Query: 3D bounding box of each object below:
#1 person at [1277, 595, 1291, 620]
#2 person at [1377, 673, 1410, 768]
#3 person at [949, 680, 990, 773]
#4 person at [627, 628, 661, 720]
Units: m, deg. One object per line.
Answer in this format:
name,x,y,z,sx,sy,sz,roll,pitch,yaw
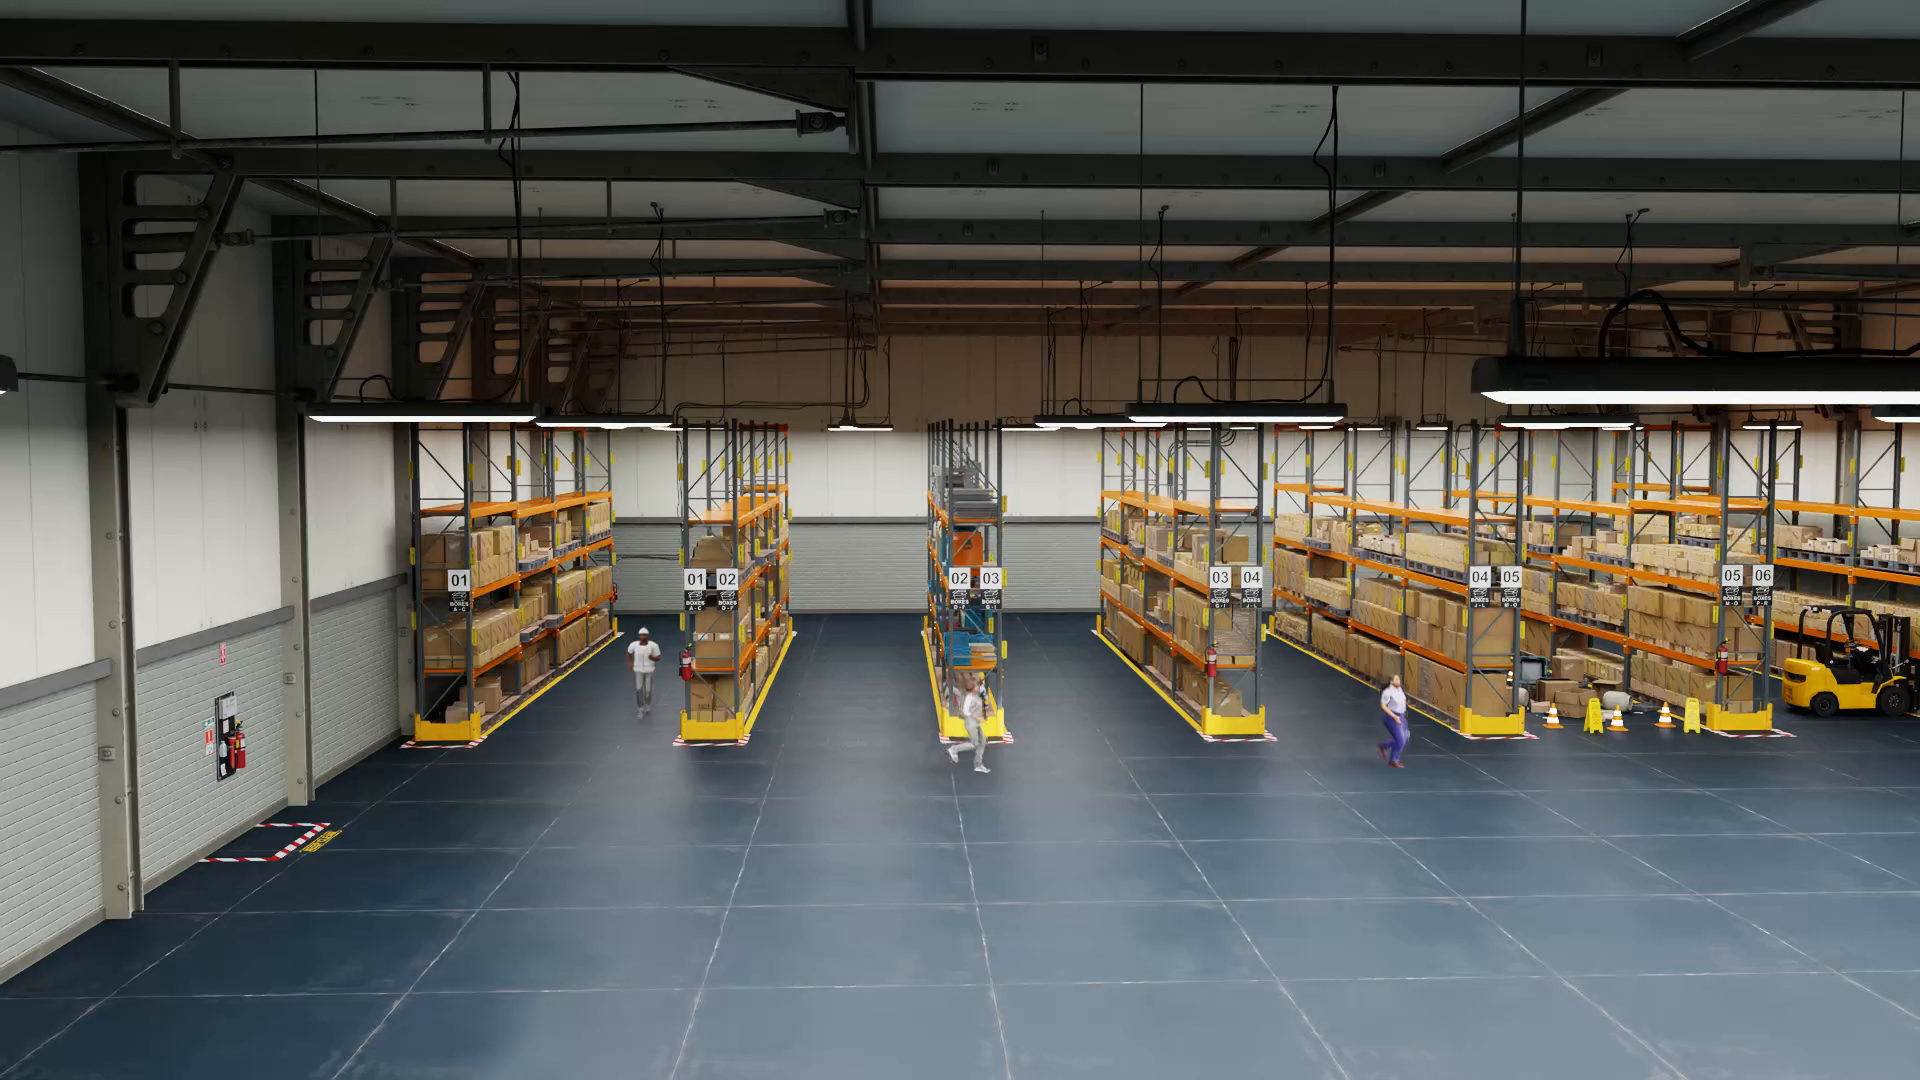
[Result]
person,9.579,1.739,49.129,0.902,1.692,0.587,-2,4,-23
person,7.445,3.095,28.660,0.546,1.618,0.602,3,5,39
person,0.170,3.142,28.144,0.717,1.576,0.536,1,4,15
person,-6.389,2.682,33.637,0.678,1.820,0.738,-1,4,-9
